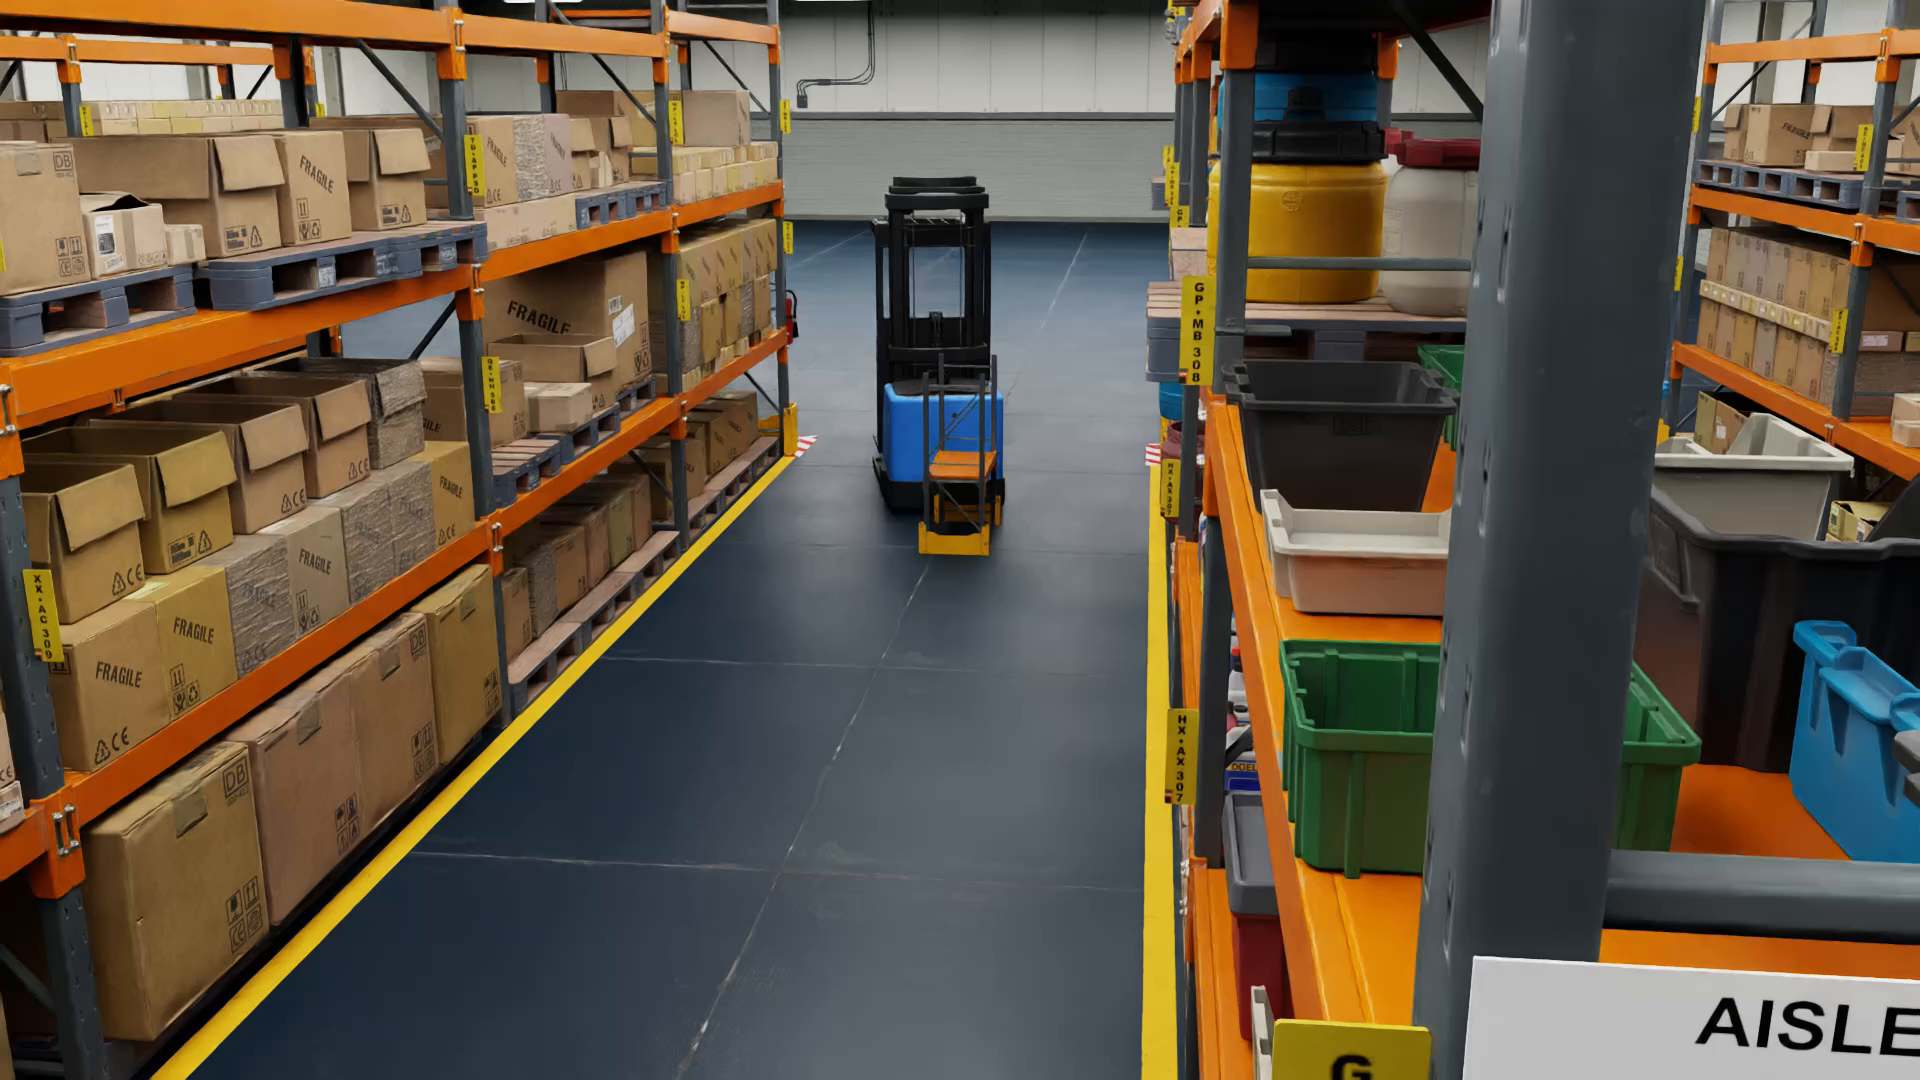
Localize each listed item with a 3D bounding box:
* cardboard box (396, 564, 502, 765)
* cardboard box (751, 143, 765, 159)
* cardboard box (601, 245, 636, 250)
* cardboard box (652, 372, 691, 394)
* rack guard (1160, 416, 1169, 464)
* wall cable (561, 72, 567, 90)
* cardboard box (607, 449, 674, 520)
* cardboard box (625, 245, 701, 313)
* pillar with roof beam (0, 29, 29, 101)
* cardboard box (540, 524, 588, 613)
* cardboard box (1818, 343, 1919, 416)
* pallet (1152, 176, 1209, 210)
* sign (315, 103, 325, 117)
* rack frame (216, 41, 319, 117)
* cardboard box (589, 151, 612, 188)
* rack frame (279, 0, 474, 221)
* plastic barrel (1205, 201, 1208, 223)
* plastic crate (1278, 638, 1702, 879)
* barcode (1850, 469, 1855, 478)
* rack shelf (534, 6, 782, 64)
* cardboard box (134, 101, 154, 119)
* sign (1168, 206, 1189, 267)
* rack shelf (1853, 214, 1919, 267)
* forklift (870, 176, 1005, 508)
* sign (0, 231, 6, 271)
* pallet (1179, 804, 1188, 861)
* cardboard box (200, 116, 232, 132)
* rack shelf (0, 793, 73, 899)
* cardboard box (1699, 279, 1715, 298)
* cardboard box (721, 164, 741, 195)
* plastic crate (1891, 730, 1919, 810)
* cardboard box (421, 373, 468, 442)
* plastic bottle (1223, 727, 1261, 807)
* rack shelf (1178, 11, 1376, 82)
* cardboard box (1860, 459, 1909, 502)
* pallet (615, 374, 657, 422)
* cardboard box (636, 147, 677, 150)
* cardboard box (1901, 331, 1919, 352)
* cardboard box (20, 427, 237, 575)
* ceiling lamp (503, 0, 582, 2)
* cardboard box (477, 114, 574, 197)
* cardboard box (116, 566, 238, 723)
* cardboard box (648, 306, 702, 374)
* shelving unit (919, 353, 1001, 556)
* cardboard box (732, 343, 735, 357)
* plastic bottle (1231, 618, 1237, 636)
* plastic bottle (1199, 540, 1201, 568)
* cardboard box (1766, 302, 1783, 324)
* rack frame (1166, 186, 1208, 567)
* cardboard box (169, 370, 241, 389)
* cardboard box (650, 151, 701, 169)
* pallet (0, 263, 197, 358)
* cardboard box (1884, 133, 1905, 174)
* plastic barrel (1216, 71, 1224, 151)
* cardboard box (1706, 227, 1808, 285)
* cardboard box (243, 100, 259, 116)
[{"bbox_3d":[-3.313,0.662,9.233,1.225,0.875,0.875,1,15,4],"label":"cardboard box"},{"bbox_3d":[-2.101,-3.763,16.107,0.380,0.149,0.250,1,15,4],"label":"cardboard box"},{"bbox_3d":[-2.986,-2.176,13.786,0.500,0.500,0.500,2,15,6],"label":"cardboard box"},{"bbox_3d":[-2.440,-1.302,13.713,0.380,0.149,0.250,2,15,6],"label":"cardboard box"},{"bbox_3d":[2.647,-1.040,17.052,1.175,0.500,0.348,2,15,6],"label":"rack guard"},{"bbox_3d":[-13.034,-12.600,49.469,3.097,2.526,0.112,2,15,6],"label":"wall cable"},{"bbox_3d":[-2.679,-0.475,14.157,0.500,0.500,0.500,1,15,5],"label":"cardboard box"},{"bbox_3d":[-2.460,-2.160,13.728,0.500,0.500,0.500,2,15,6],"label":"cardboard box"},{"bbox_3d":[-12.434,-8.579,28.648,9.100,9.000,0.400,2,15,6],"label":"pillar with roof beam"},{"bbox_3d":[-3.052,0.189,11.661,0.700,0.500,0.500,3,15,11],"label":"cardboard box"},{"bbox_3d":[7.123,-1.247,12.837,0.700,0.500,0.500,1,15,5],"label":"cardboard box"},{"bbox_3d":[2.142,-2.778,13.303,1.213,0.211,1.003,2,15,6],"label":"pallet"},{"bbox_3d":[-6.691,-4.404,17.411,0.100,0.325,0.005,2,15,6],"label":"sign"},{"bbox_3d":[-7.229,-5.482,17.197,1.000,3.000,0.127,2,15,6],"label":"rack frame"},{"bbox_3d":[-2.770,-2.716,12.165,0.396,0.266,0.258,2,15,8],"label":"cardboard box"},{"bbox_3d":[-3.215,-3.235,8.887,1.000,3.000,0.127,2,15,6],"label":"rack frame"},{"bbox_3d":[1.618,-1.911,10.002,0.301,0.262,0.301,0,15,0],"label":"plastic barrel"},{"bbox_3d":[0.631,0.272,2.070,0.450,0.188,0.336,2,15,6],"label":"plastic crate"},{"bbox_3d":[6.637,-0.499,12.368,0.001,0.075,0.075,2,15,6],"label":"barcode"},{"bbox_3d":[-2.538,-4.442,14.736,1.077,0.370,4.000,2,15,6],"label":"rack shelf"},{"bbox_3d":[-7.245,-3.728,14.413,0.380,0.149,0.250,2,15,6],"label":"cardboard box"},{"bbox_3d":[1.159,-1.605,8.805,0.100,0.325,0.005,2,15,6],"label":"sign"},{"bbox_3d":[6.853,-1.666,10.208,1.077,0.370,4.000,2,15,6],"label":"rack shelf"},{"bbox_3d":[-0.282,-2.040,16.090,1.130,2.935,3.031,-2,15,-6],"label":"forklift"},{"bbox_3d":[-3.115,-1.022,5.305,0.100,0.325,0.005,2,15,6],"label":"sign"},{"bbox_3d":[1.659,1.359,8.733,1.003,0.211,1.213,2,15,6],"label":"pallet"},{"bbox_3d":[-7.179,-3.831,15.557,0.500,0.250,0.500,2,15,7],"label":"cardboard box"},{"bbox_3d":[-3.892,1.564,4.009,1.077,0.370,4.000,2,15,6],"label":"rack shelf"},{"bbox_3d":[7.272,-2.387,15.810,0.380,0.149,0.250,2,15,6],"label":"cardboard box"},{"bbox_3d":[-2.285,-3.264,15.028,0.500,0.250,0.500,1,15,5],"label":"cardboard box"},{"bbox_3d":[1.124,0.405,1.421,0.497,0.269,0.590,2,15,6],"label":"plastic crate"},{"bbox_3d":[-3.194,-0.731,10.124,0.500,0.500,0.500,0,15,-1],"label":"cardboard box"},{"bbox_3d":[0.978,0.792,5.723,0.152,0.276,0.135,2,15,6],"label":"plastic bottle"},{"bbox_3d":[1.932,-3.068,10.412,1.077,0.370,4.000,2,15,6],"label":"rack shelf"},{"bbox_3d":[7.443,-0.432,13.041,0.500,0.500,0.500,2,15,6],"label":"cardboard box"},{"bbox_3d":[-2.994,-1.090,12.814,1.003,0.211,1.213,2,15,6],"label":"pallet"},{"bbox_3d":[-2.752,-3.447,14.939,0.380,0.149,0.250,1,15,4],"label":"cardboard box"},{"bbox_3d":[7.302,-1.509,12.563,0.380,0.149,0.250,2,15,6],"label":"cardboard box"},{"bbox_3d":[-3.513,-0.178,6.960,0.797,0.503,0.637,2,15,7],"label":"cardboard box"},{"bbox_3d":[-10.397,-15.050,41.396,2.000,3.185,0.800,2,15,6],"label":"ceiling lamp"},{"bbox_3d":[-2.796,-2.453,10.592,0.500,0.500,0.500,1,15,5],"label":"cardboard box"},{"bbox_3d":[-3.310,0.408,6.716,0.500,0.500,0.500,2,15,6],"label":"cardboard box"},{"bbox_3d":[-2.651,-1.683,13.879,0.875,0.500,0.500,2,15,6],"label":"cardboard box"},{"bbox_3d":[0.009,-0.744,14.039,0.587,1.500,1.083,2,15,6],"label":"shelving unit"},{"bbox_3d":[-2.301,-1.758,15.398,0.380,0.149,0.250,2,15,6],"label":"cardboard box"},{"bbox_3d":[1.118,0.472,6.909,0.152,0.276,0.135,2,15,6],"label":"plastic bottle"},{"bbox_3d":[1.285,0.060,8.575,0.097,0.201,0.097,0,15,0],"label":"plastic bottle"},{"bbox_3d":[7.069,-1.920,14.083,0.380,0.149,0.250,2,15,8],"label":"cardboard box"},{"bbox_3d":[2.158,-1.231,12.967,1.000,3.000,0.127,2,15,6],"label":"rack frame"},{"bbox_3d":[-7.442,-1.121,15.827,0.875,0.875,0.875,2,15,7],"label":"cardboard box"},{"bbox_3d":[-2.422,-3.226,14.122,0.380,0.149,0.250,2,15,8],"label":"cardboard box"},{"bbox_3d":[-3.612,-0.897,6.351,0.805,0.209,1.217,1,15,4],"label":"pallet"},{"bbox_3d":[7.459,-3.022,12.943,0.500,0.311,0.500,1,15,3],"label":"cardboard box"},{"bbox_3d":[2.376,-3.378,13.398,0.600,0.901,0.708,2,15,6],"label":"plastic barrel"},{"bbox_3d":[7.459,-2.661,15.581,0.700,0.500,0.500,2,15,6],"label":"cardboard box"},{"bbox_3d":[-7.046,-4.188,16.116,0.380,0.149,0.250,2,15,6],"label":"cardboard box"}]
